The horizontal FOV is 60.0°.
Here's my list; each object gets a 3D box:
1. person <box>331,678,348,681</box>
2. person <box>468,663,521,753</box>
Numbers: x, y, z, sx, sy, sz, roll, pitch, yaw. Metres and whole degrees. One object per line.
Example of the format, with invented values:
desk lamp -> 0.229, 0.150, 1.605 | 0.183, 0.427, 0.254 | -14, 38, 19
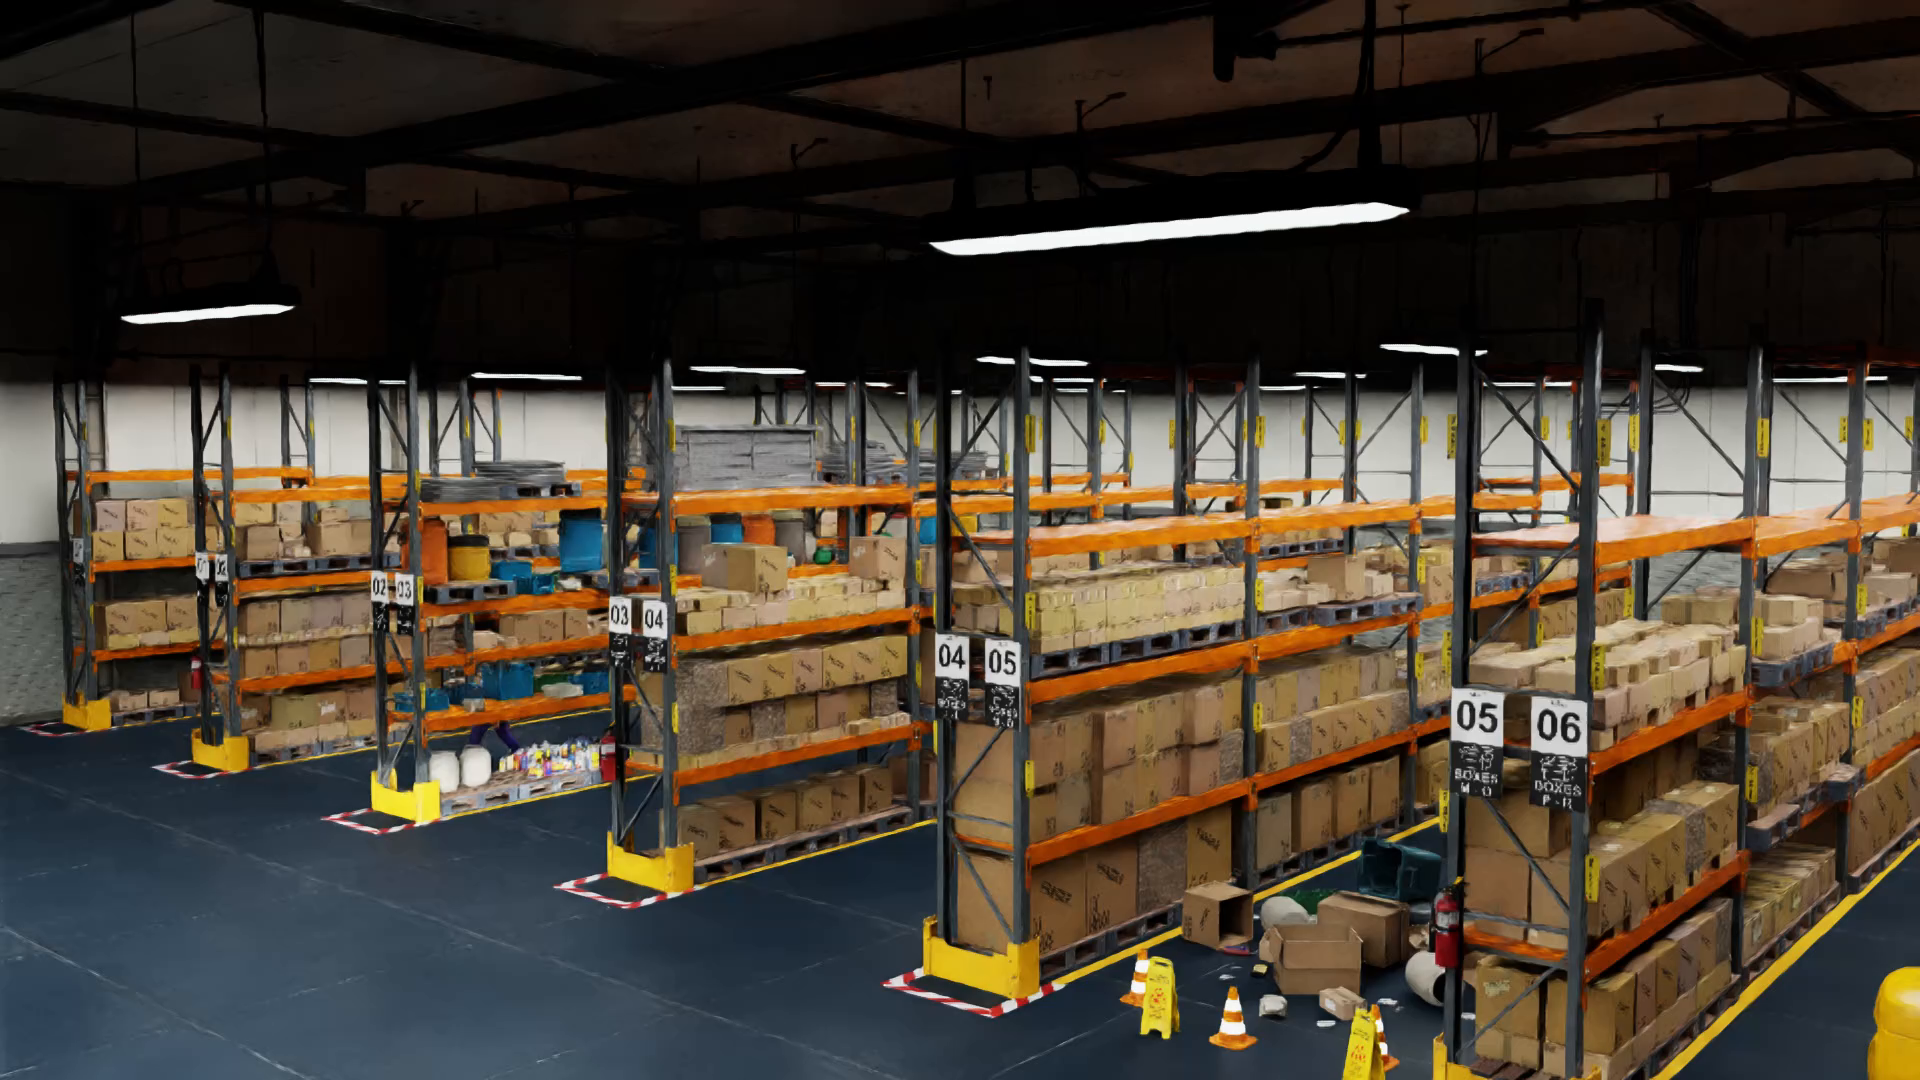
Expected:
person -> -11.151, 2.090, 30.116 | 0.464, 1.772, 0.645 | 1, 4, 15
person -> -6.968, 2.590, 24.648 | 0.478, 1.567, 1.093 | 3, 5, 38
